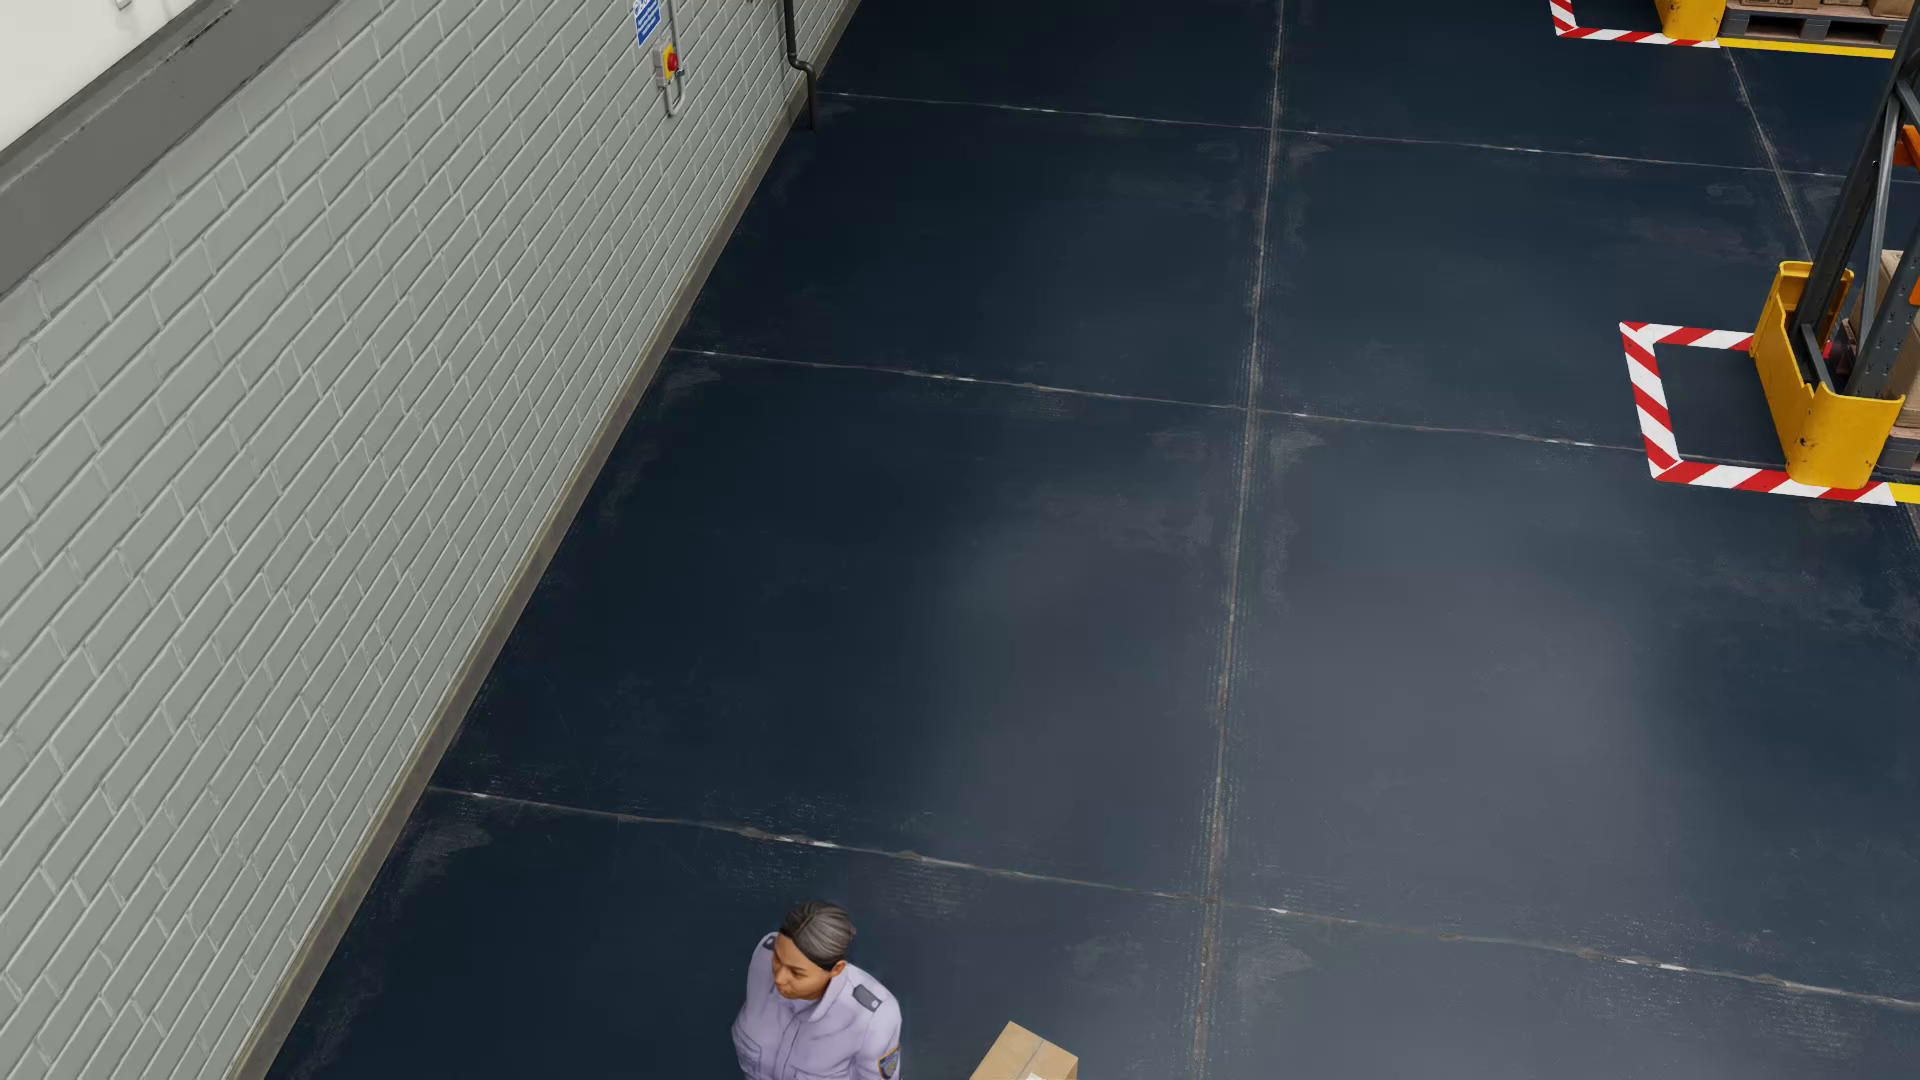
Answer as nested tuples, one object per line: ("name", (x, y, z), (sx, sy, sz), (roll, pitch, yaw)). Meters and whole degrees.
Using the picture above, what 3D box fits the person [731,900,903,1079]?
("person", (-0.386, 1.556, 4.387), (0.484, 1.691, 0.705), (20, 45, 22))
